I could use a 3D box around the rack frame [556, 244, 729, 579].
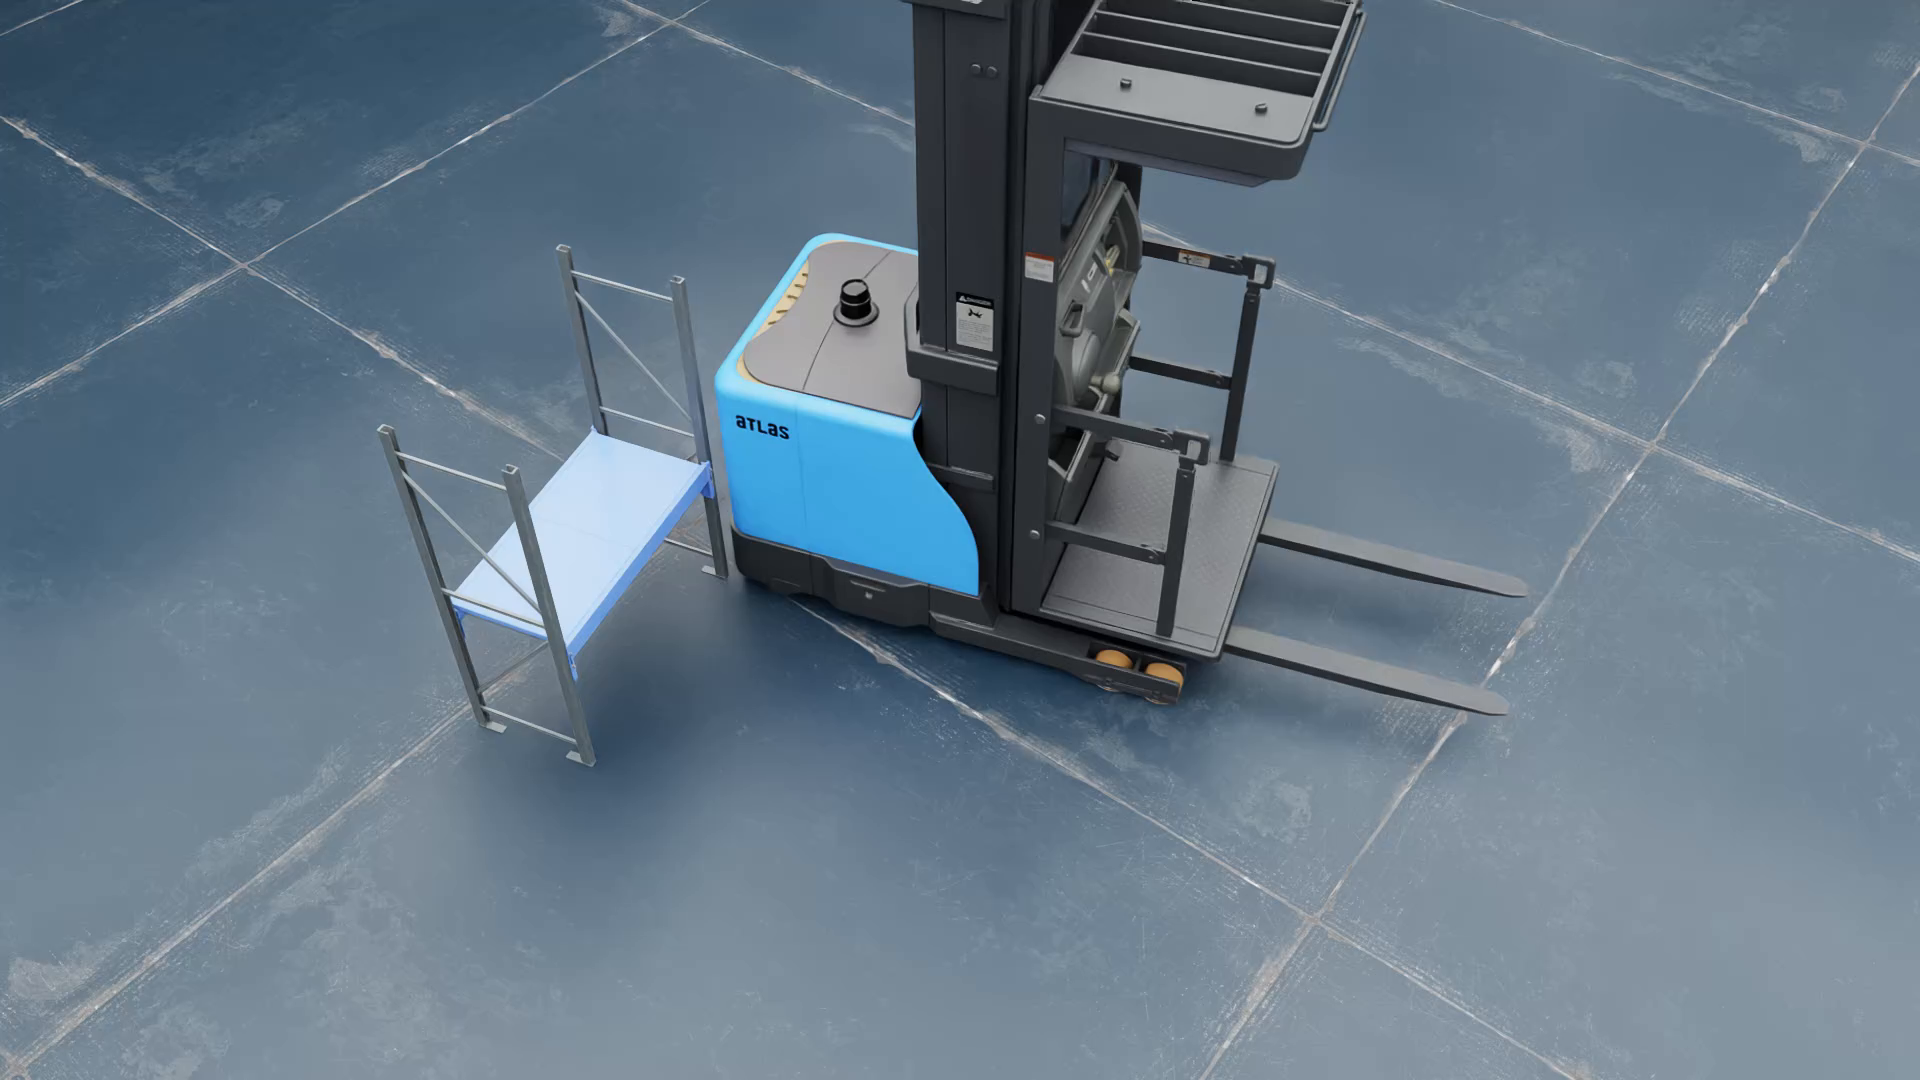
[{"bbox_3d":[-1.178,-0.439,6.297,0.500,1.500,0.032,17,49,16],"label":"rack frame"}]

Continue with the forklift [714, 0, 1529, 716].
[{"bbox_3d":[0.665,-0.823,5.674,3.031,2.935,1.130,14,48,13],"label":"forklift"}]

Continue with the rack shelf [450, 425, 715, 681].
[{"bbox_3d":[-1.378,0.024,6.104,0.538,0.185,1.000,17,49,16],"label":"rack shelf"}]

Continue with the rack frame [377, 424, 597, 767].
[{"bbox_3d":[-1.577,0.238,5.650,0.500,1.500,0.032,17,49,16],"label":"rack frame"}]

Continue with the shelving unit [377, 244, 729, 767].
[{"bbox_3d":[-1.378,-0.100,5.973,0.538,1.500,1.048,17,49,16],"label":"shelving unit"}]
